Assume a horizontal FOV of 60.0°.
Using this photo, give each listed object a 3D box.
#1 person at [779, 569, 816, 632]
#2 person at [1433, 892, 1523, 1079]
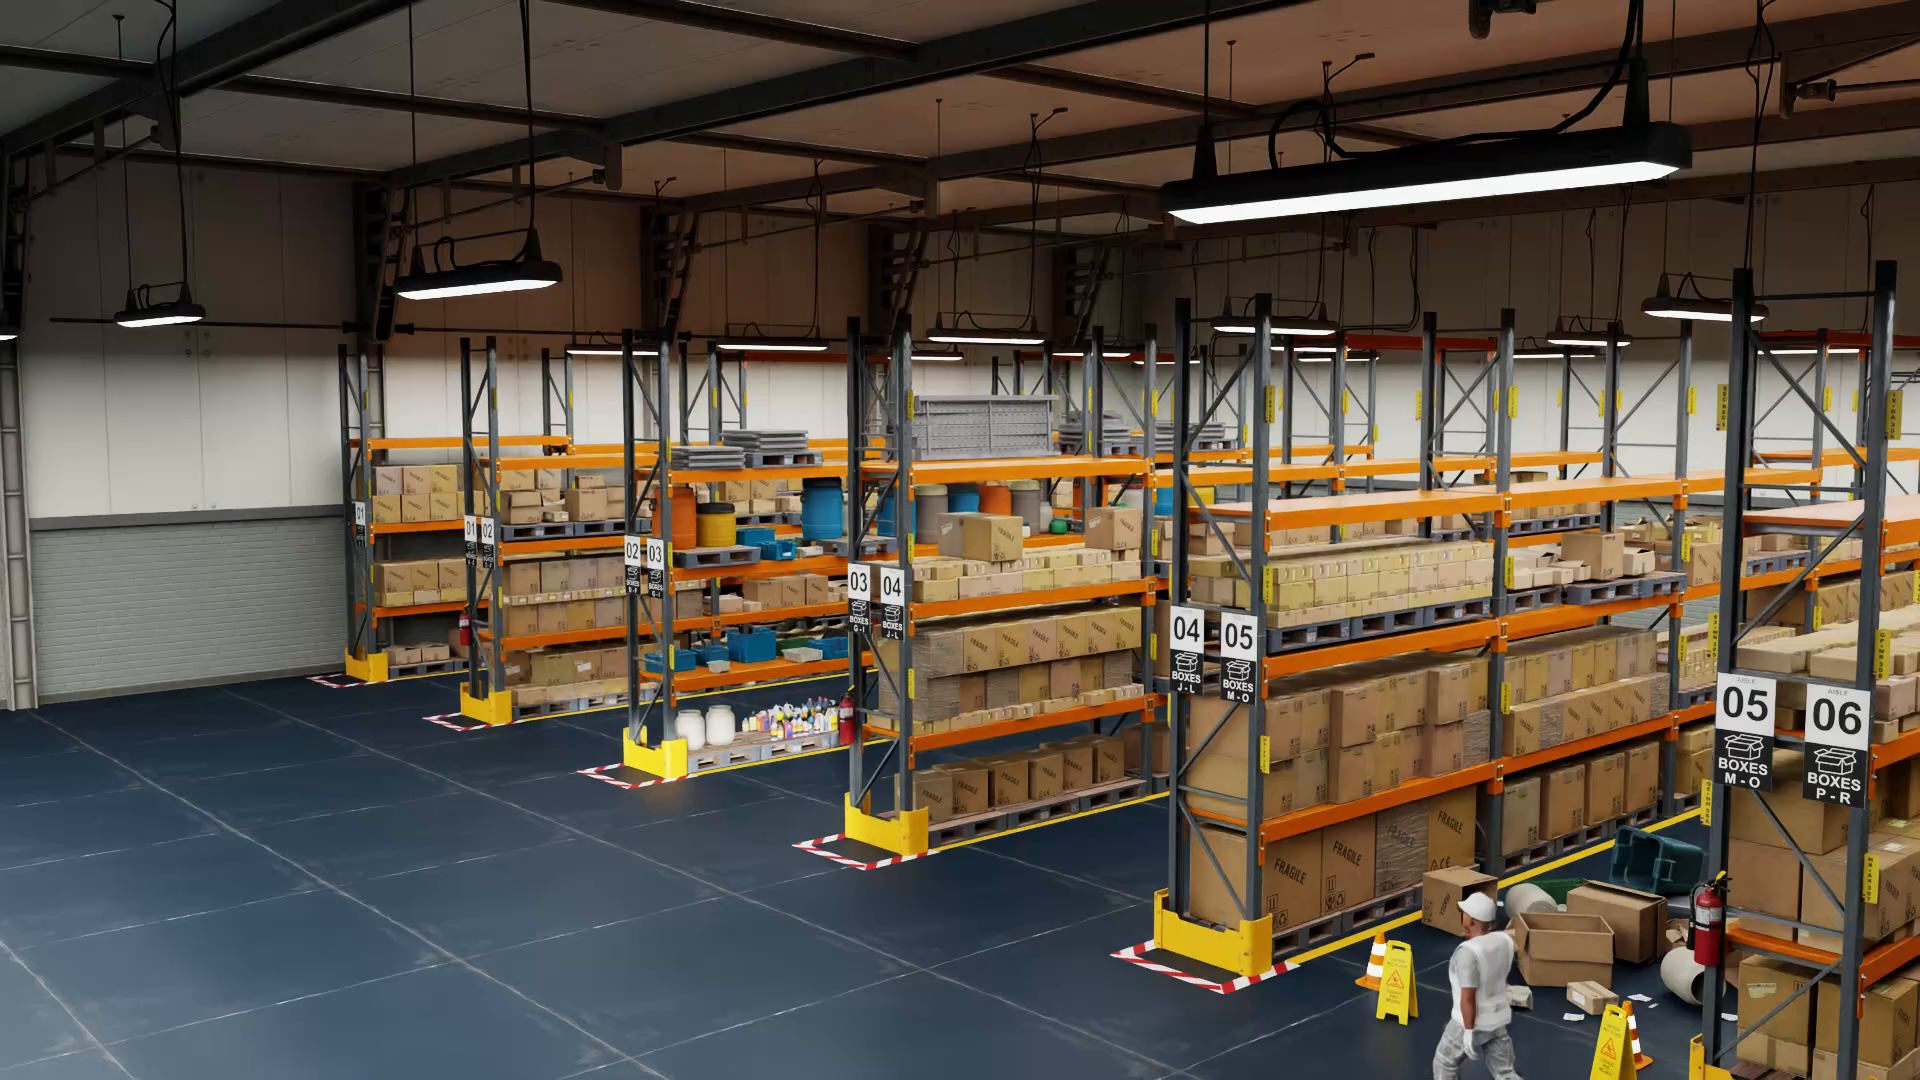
[{"bbox_3d":[-3.284,1.200,34.458,1.014,1.754,0.651,-1,5,-12],"label":"person"},{"bbox_3d":[3.563,3.278,11.363,0.556,1.745,1.065,-4,7,-40],"label":"person"}]
